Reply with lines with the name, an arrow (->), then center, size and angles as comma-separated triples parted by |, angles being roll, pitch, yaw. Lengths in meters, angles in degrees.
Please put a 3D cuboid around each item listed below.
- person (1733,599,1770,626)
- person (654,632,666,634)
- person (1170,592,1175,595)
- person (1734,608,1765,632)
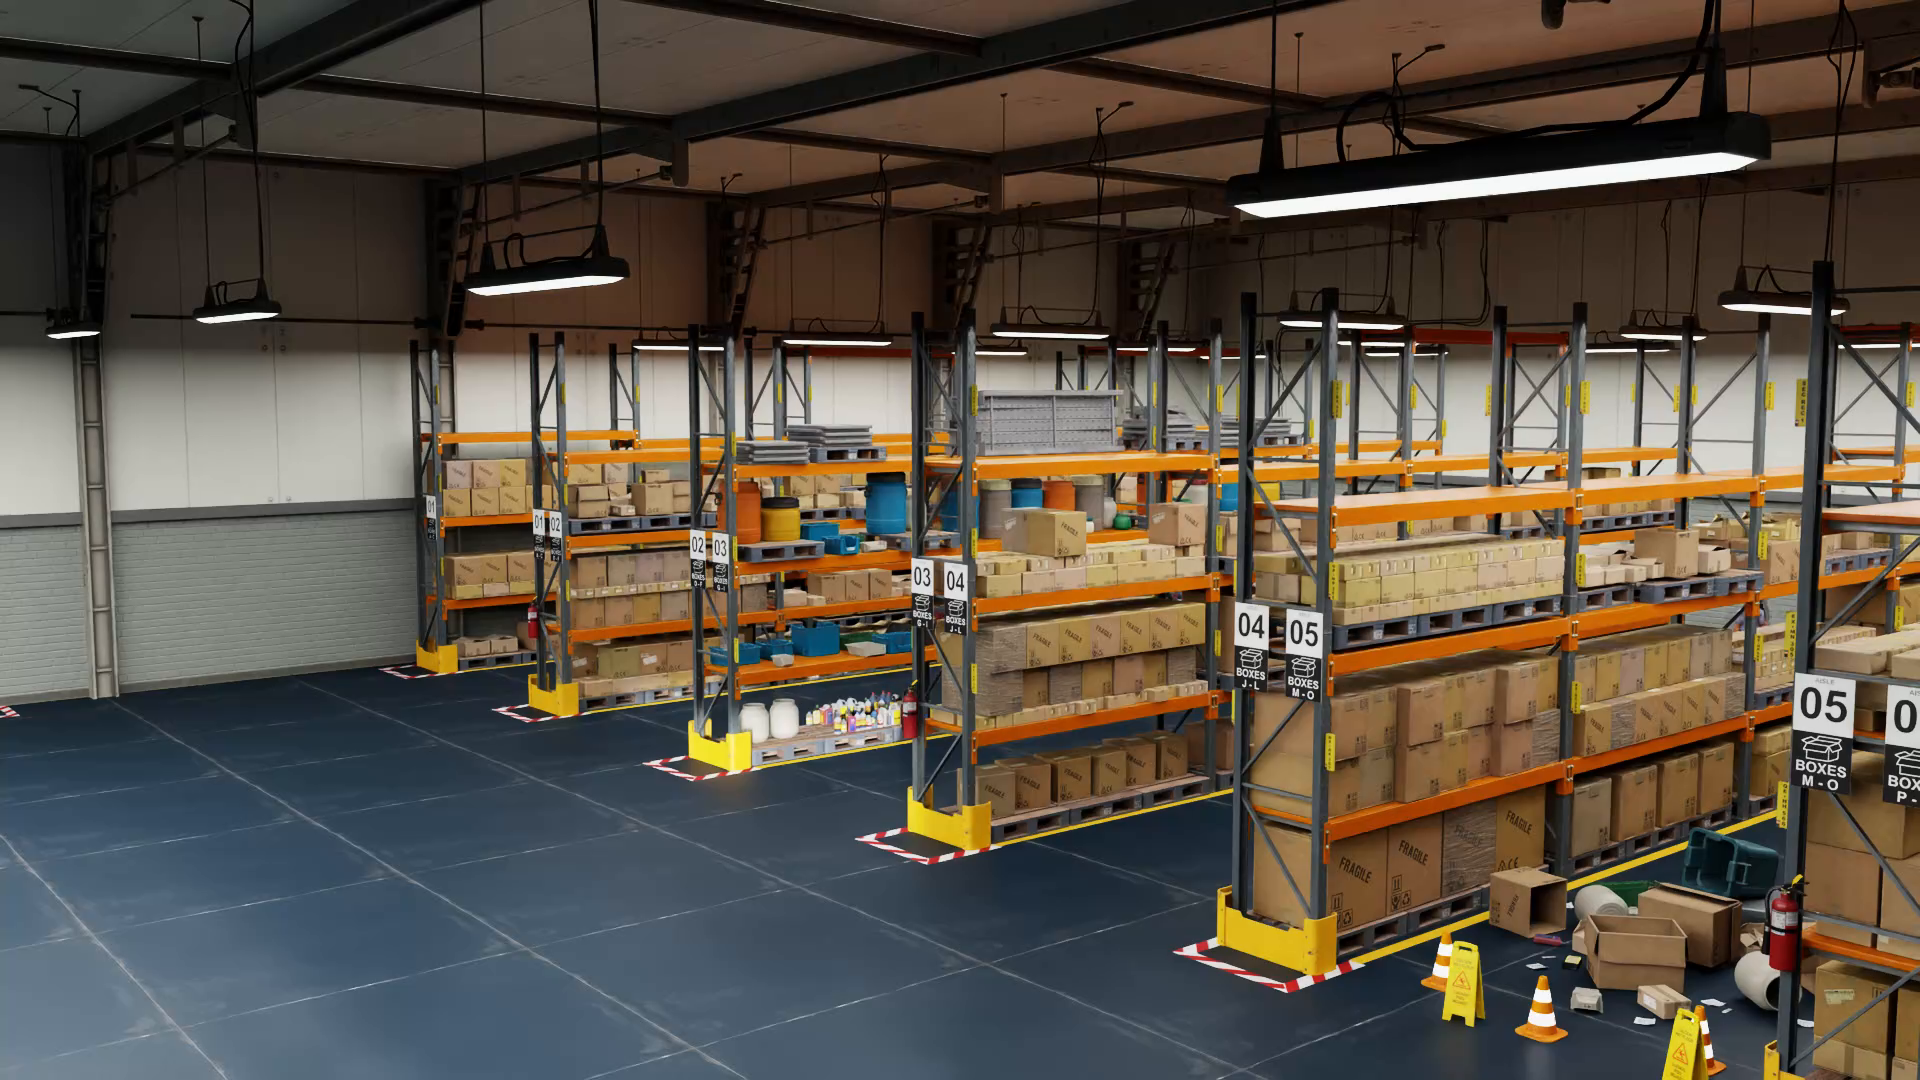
person -> 14.695, 1.474, 30.773 | 1.090, 1.670, 0.553 | -1, 5, -8
person -> -5.579, 1.524, 30.268 | 0.487, 1.676, 0.527 | -3, 6, -29
person -> 5.341, 0.619, 39.706 | 0.528, 1.707, 1.084 | -3, 6, -33
person -> 13.416, 1.746, 28.344 | 0.536, 1.698, 0.413 | 1, 5, 14
